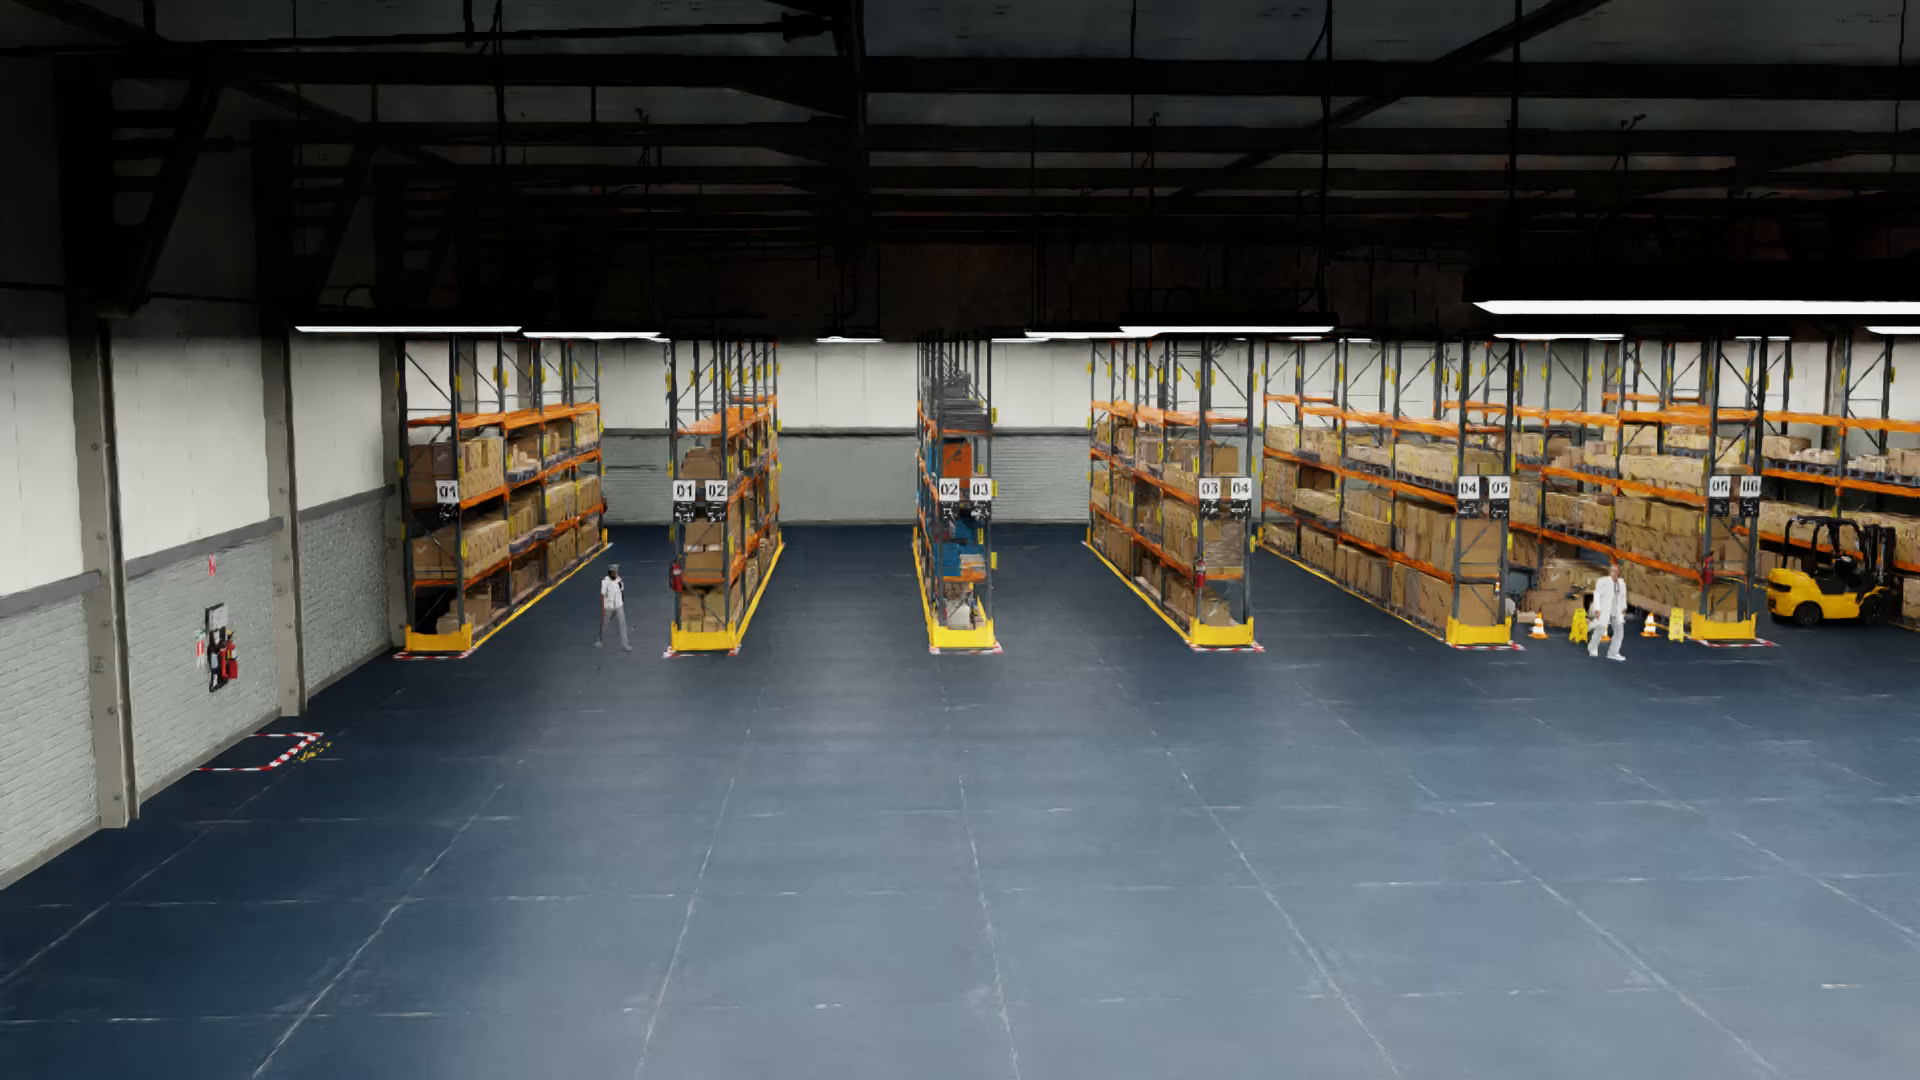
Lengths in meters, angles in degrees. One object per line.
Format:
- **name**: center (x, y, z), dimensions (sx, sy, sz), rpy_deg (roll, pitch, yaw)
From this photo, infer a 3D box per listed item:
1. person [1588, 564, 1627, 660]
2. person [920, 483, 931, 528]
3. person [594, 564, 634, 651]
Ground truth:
- **person**: center (11.822, 1.286, 30.379), dimensions (0.729, 1.753, 0.765), rpy_deg (-1, 7, -10)
- **person**: center (-0.993, -1.157, 51.334), dimensions (0.688, 1.659, 0.825), rpy_deg (-3, 7, -20)
- **person**: center (-6.499, 1.249, 31.027), dimensions (0.553, 1.646, 0.898), rpy_deg (-4, 8, -30)
